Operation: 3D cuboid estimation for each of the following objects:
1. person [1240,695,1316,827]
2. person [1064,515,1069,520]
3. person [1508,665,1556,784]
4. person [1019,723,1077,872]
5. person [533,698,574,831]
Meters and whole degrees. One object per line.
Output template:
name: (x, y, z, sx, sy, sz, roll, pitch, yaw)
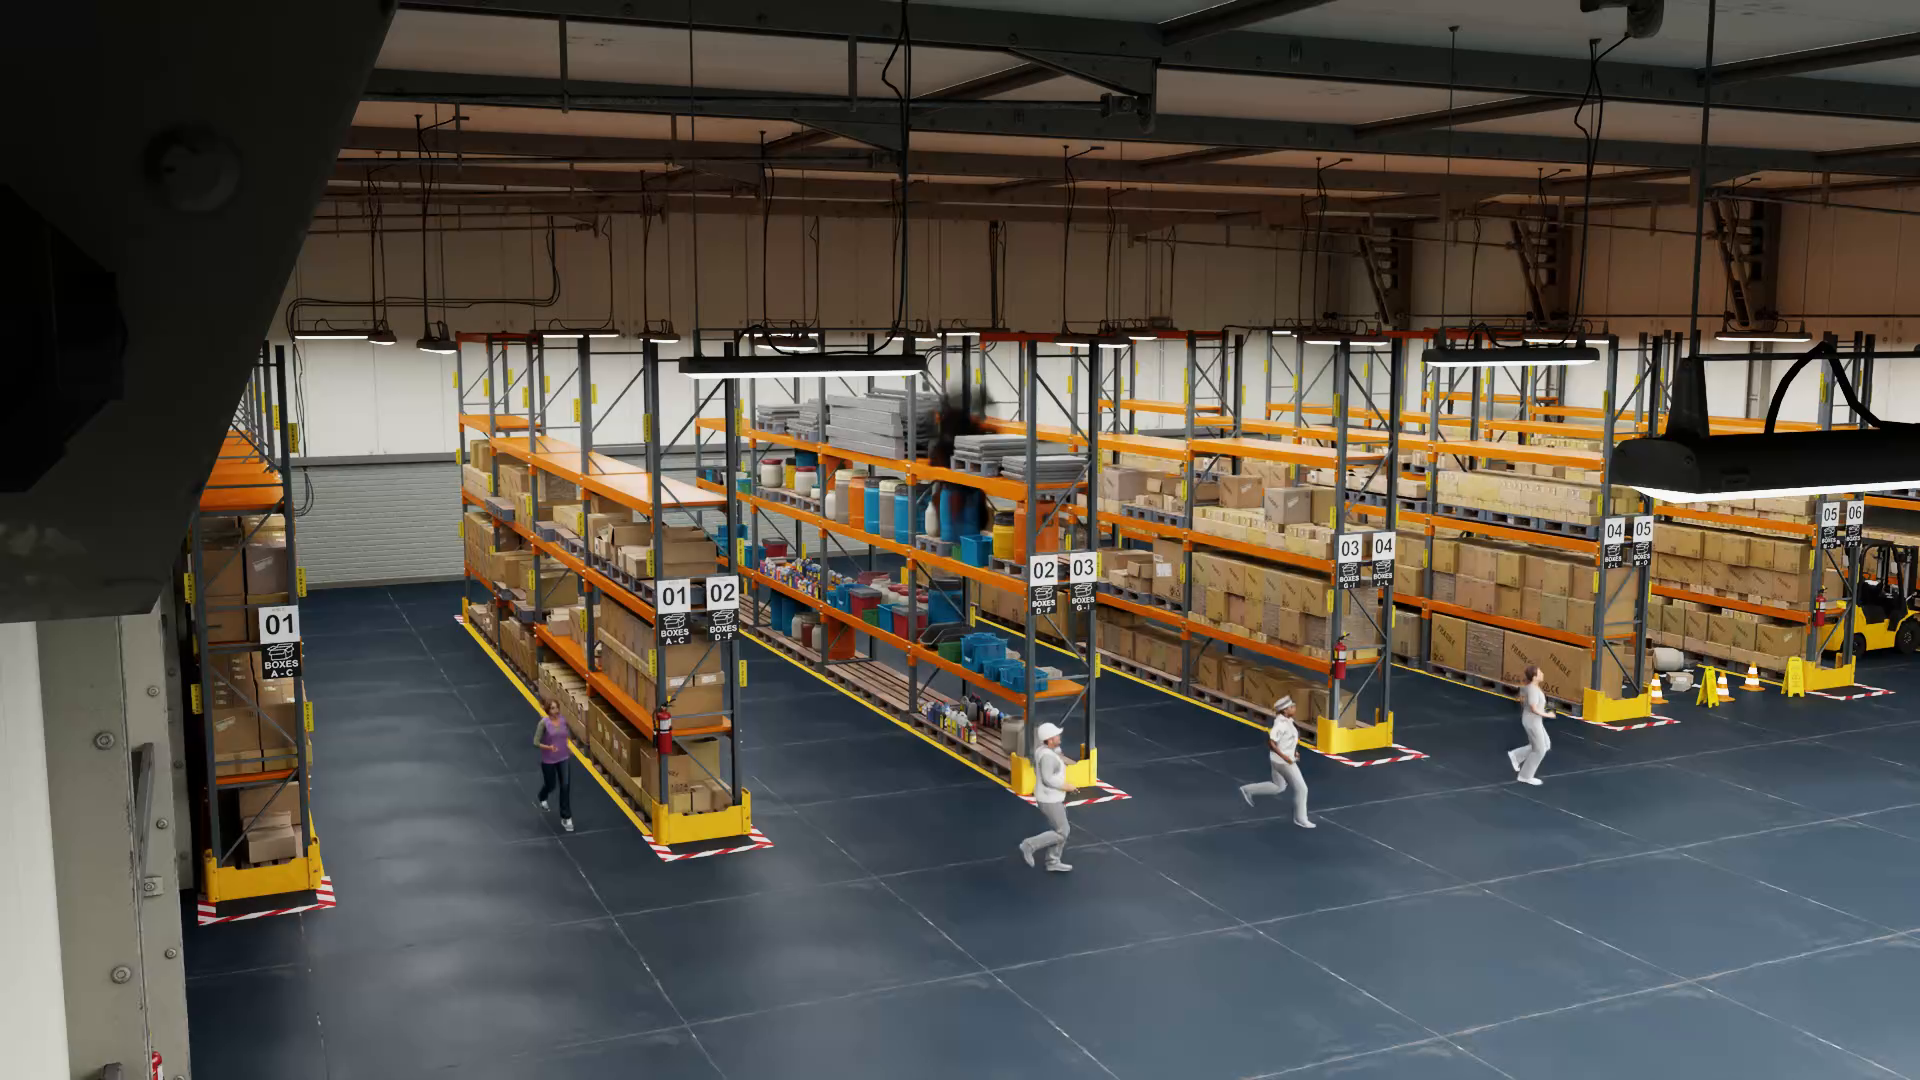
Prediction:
person: (3.977, 2.756, 20.695, 0.952, 1.698, 0.554, 1, 8, 4)
person: (2.491, 0.231, 39.247, 0.766, 1.637, 0.589, -1, 8, -7)
person: (7.768, 2.497, 22.549, 0.578, 1.636, 0.601, 2, 8, 12)
person: (0.991, 2.930, 18.943, 0.658, 1.729, 0.660, -1, 8, -4)
person: (-5.058, 2.753, 20.708, 0.538, 1.605, 0.877, -5, 9, -35)
